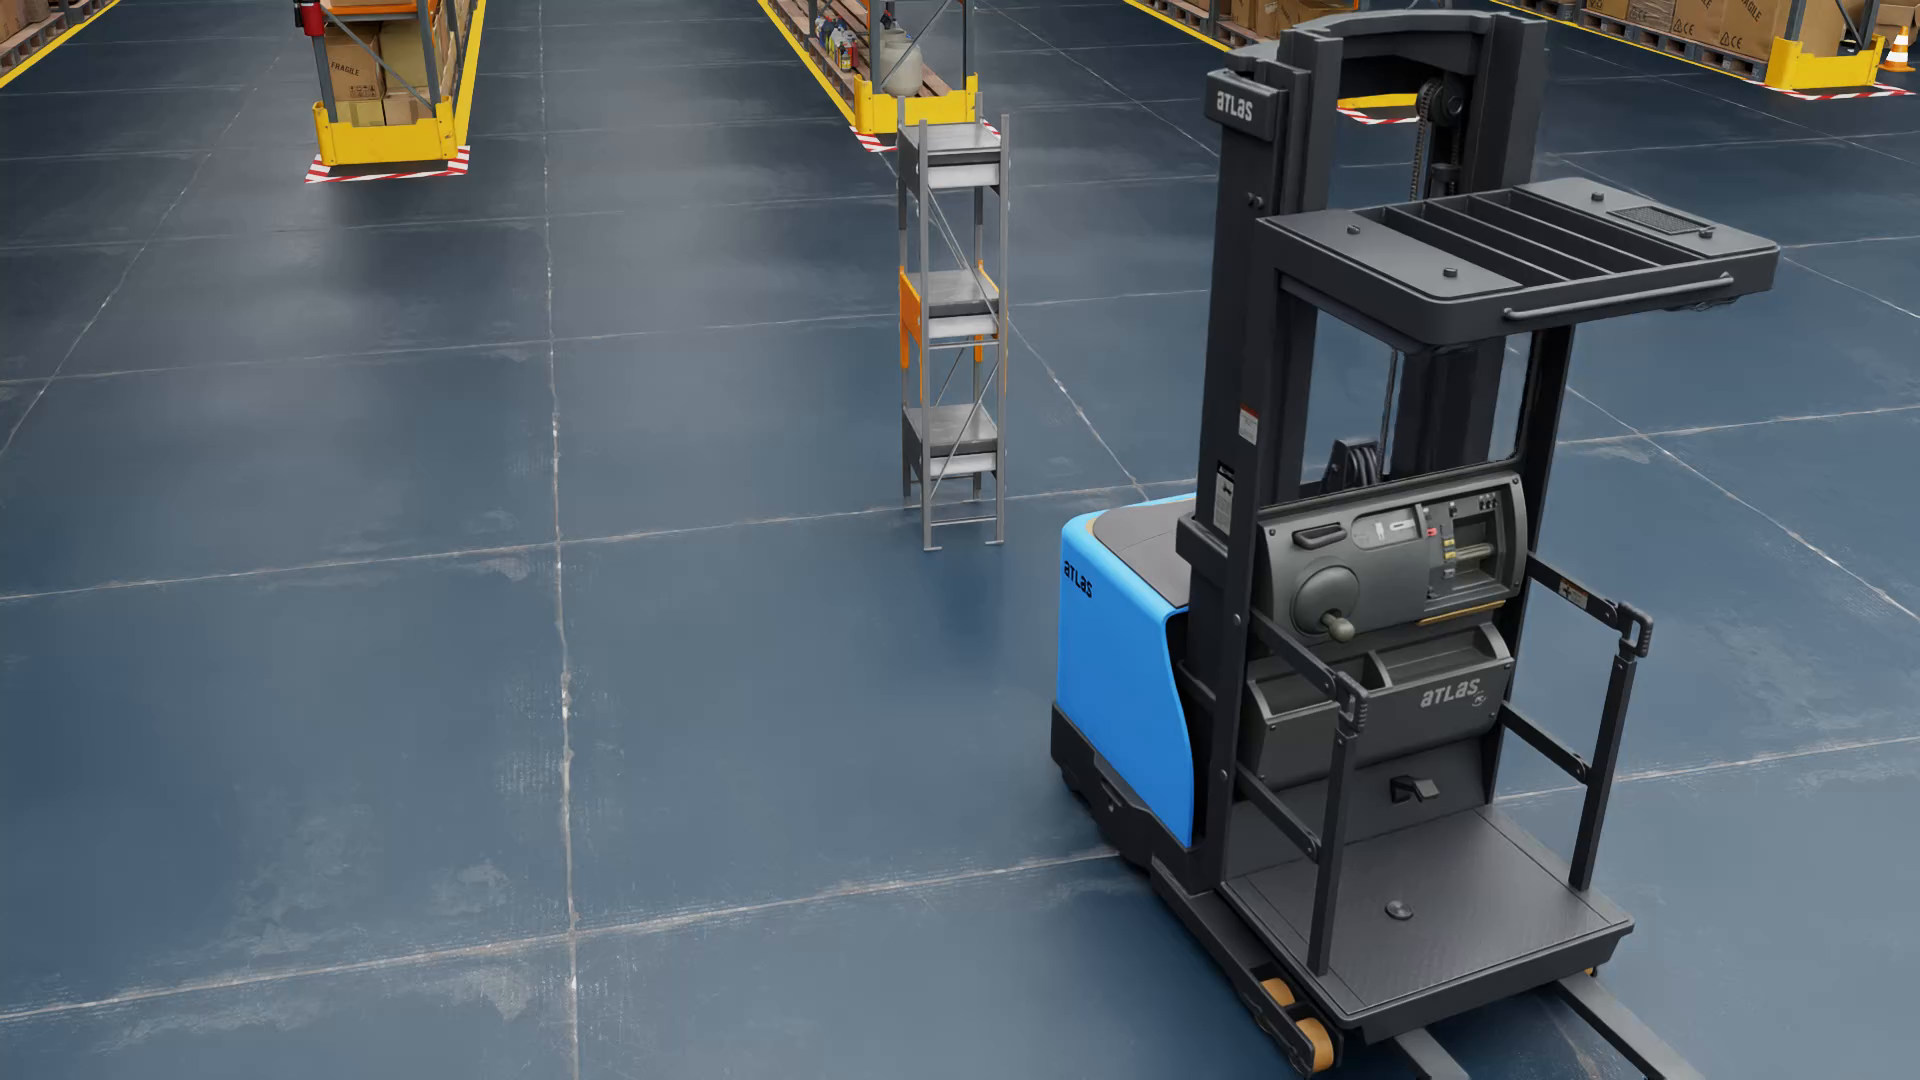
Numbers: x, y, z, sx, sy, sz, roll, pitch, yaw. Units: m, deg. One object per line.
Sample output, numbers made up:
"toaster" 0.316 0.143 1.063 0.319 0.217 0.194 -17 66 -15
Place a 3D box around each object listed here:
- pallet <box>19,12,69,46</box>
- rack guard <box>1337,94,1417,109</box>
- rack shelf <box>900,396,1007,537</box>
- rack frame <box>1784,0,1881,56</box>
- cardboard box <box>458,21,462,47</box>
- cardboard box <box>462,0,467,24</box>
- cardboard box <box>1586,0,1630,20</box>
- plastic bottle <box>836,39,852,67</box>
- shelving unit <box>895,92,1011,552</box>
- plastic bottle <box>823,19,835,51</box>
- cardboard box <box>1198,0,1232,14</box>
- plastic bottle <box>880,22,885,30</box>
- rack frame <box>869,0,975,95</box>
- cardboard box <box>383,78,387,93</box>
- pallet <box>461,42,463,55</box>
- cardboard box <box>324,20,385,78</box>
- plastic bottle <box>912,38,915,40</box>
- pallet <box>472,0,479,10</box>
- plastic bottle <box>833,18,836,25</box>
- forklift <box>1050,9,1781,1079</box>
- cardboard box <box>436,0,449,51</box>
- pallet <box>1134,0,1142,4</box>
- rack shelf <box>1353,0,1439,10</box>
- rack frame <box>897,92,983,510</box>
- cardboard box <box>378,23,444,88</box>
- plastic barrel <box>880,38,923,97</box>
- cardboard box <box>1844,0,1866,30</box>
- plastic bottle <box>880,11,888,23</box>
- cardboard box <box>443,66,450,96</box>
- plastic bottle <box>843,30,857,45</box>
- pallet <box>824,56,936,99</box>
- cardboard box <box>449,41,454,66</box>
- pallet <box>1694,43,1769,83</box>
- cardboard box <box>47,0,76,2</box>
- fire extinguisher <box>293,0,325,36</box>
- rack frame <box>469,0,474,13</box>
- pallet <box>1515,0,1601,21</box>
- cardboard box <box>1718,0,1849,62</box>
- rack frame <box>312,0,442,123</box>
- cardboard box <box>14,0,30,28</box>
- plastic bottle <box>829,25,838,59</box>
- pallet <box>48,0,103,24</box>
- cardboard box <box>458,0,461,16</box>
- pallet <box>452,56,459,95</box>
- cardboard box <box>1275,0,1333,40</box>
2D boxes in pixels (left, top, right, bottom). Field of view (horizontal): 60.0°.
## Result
"pallet" -11.642 -6.253 20.404 1.003 0.211 1.213 -6 27 -12
"rack guard" 4.447 -4.755 17.116 1.175 0.500 0.348 -6 27 -12
"rack shelf" -0.037 -0.373 8.242 0.431 0.518 0.480 -6 27 -12
"rack frame" 9.319 -6.297 17.397 1.000 3.000 0.127 -6 27 -12
"cardboard box" -5.939 -5.751 18.902 0.500 0.250 0.500 -7 28 -13
"cardboard box" -6.286 -6.427 20.239 0.500 0.250 0.500 -5 27 -11
"cardboard box" 8.491 -7.009 20.699 0.875 0.875 0.875 -6 27 -11
"plastic bottle" -1.232 -5.190 17.739 0.152 0.276 0.135 -6 27 -11
"shelving unit" -0.037 -1.010 7.921 0.431 2.100 0.503 -6 27 -12
"plastic bottle" -1.443 -5.625 18.517 0.144 0.351 0.185 -7 28 -14
"cardboard box" 3.445 -6.946 20.968 0.700 0.500 0.500 -8 28 -16
"plastic bottle" -0.932 -5.707 18.763 0.152 0.276 0.135 -6 27 -12
"rack frame" -0.361 -5.335 15.490 1.000 3.000 0.127 -6 27 -12
"cardboard box" -5.721 -4.217 15.861 0.500 0.250 0.500 -6 27 -12
"pallet" -6.294 -5.664 19.237 1.003 0.211 1.213 -6 27 -12
"cardboard box" -5.839 -4.771 16.126 0.500 0.500 0.500 -6 27 -12
"plastic bottle" -0.500 -5.247 17.843 0.061 0.283 0.133 -5 27 -11
"pallet" -7.122 -7.432 22.740 1.003 0.211 1.213 -6 27 -12
"plastic bottle" -1.415 -5.762 18.863 0.061 0.283 0.133 -6 27 -12
"forklift" 1.403 0.090 4.819 1.130 2.935 3.031 -11 29 -21
"cardboard box" -5.554 -5.263 17.101 0.500 0.500 0.500 -6 27 -12
"pallet" 2.836 -7.762 23.393 1.003 0.211 1.213 -6 27 -12
"rack shelf" 4.013 -6.394 18.388 1.077 0.370 4.000 -6 27 -12
"rack frame" -0.092 -1.117 8.133 0.400 2.100 0.015 -6 27 -12
"cardboard box" -5.207 -4.605 15.799 0.500 0.500 0.500 -6 27 -12
"plastic barrel" -0.584 -4.693 16.513 0.421 0.512 0.421 0 27 0
"cardboard box" 11.038 -6.714 20.842 0.797 0.637 0.503 -6 27 -12
"plastic bottle" -0.837 -5.851 18.965 0.144 0.351 0.185 -7 28 -13
"cardboard box" -5.321 -4.490 16.402 0.500 0.250 0.500 -6 27 -12
"plastic bottle" -1.208 -5.431 18.216 0.152 0.276 0.135 -6 27 -12
"pallet" -0.874 -5.010 17.942 1.003 0.211 1.213 -6 27 -12
"cardboard box" -5.669 -5.147 17.705 0.500 0.250 0.500 -6 27 -12
"pallet" 9.063 -5.395 18.705 1.003 0.211 1.213 -6 27 -12
"cardboard box" -11.854 -7.405 21.511 0.750 0.750 0.750 -6 27 -12
"fire extinguisher" -5.614 -4.700 14.318 0.296 0.674 0.183 -6 27 -12
"rack frame" -6.991 -8.345 21.455 1.000 3.000 0.127 -6 27 -12
"pallet" 8.171 -7.139 22.160 1.003 0.211 1.213 -6 27 -12
"cardboard box" 9.102 -5.827 18.357 0.875 0.875 0.875 -6 27 -11
"rack frame" -5.188 -4.833 14.497 1.000 3.000 0.127 -6 27 -12
"cardboard box" -11.601 -6.372 19.832 0.700 0.500 0.500 -6 27 -12
"plastic bottle" -1.347 -5.439 18.148 0.144 0.351 0.185 -6 27 -12
"pallet" -11.921 -6.950 21.784 1.003 0.211 1.213 -6 27 -12
"cardboard box" -6.048 -6.227 19.221 0.500 0.311 0.500 -6 27 -12
"pallet" -5.951 -4.991 17.904 1.003 0.211 1.213 -6 27 -12
"cardboard box" 3.967 -5.970 19.058 0.500 0.500 0.500 -8 28 -16
